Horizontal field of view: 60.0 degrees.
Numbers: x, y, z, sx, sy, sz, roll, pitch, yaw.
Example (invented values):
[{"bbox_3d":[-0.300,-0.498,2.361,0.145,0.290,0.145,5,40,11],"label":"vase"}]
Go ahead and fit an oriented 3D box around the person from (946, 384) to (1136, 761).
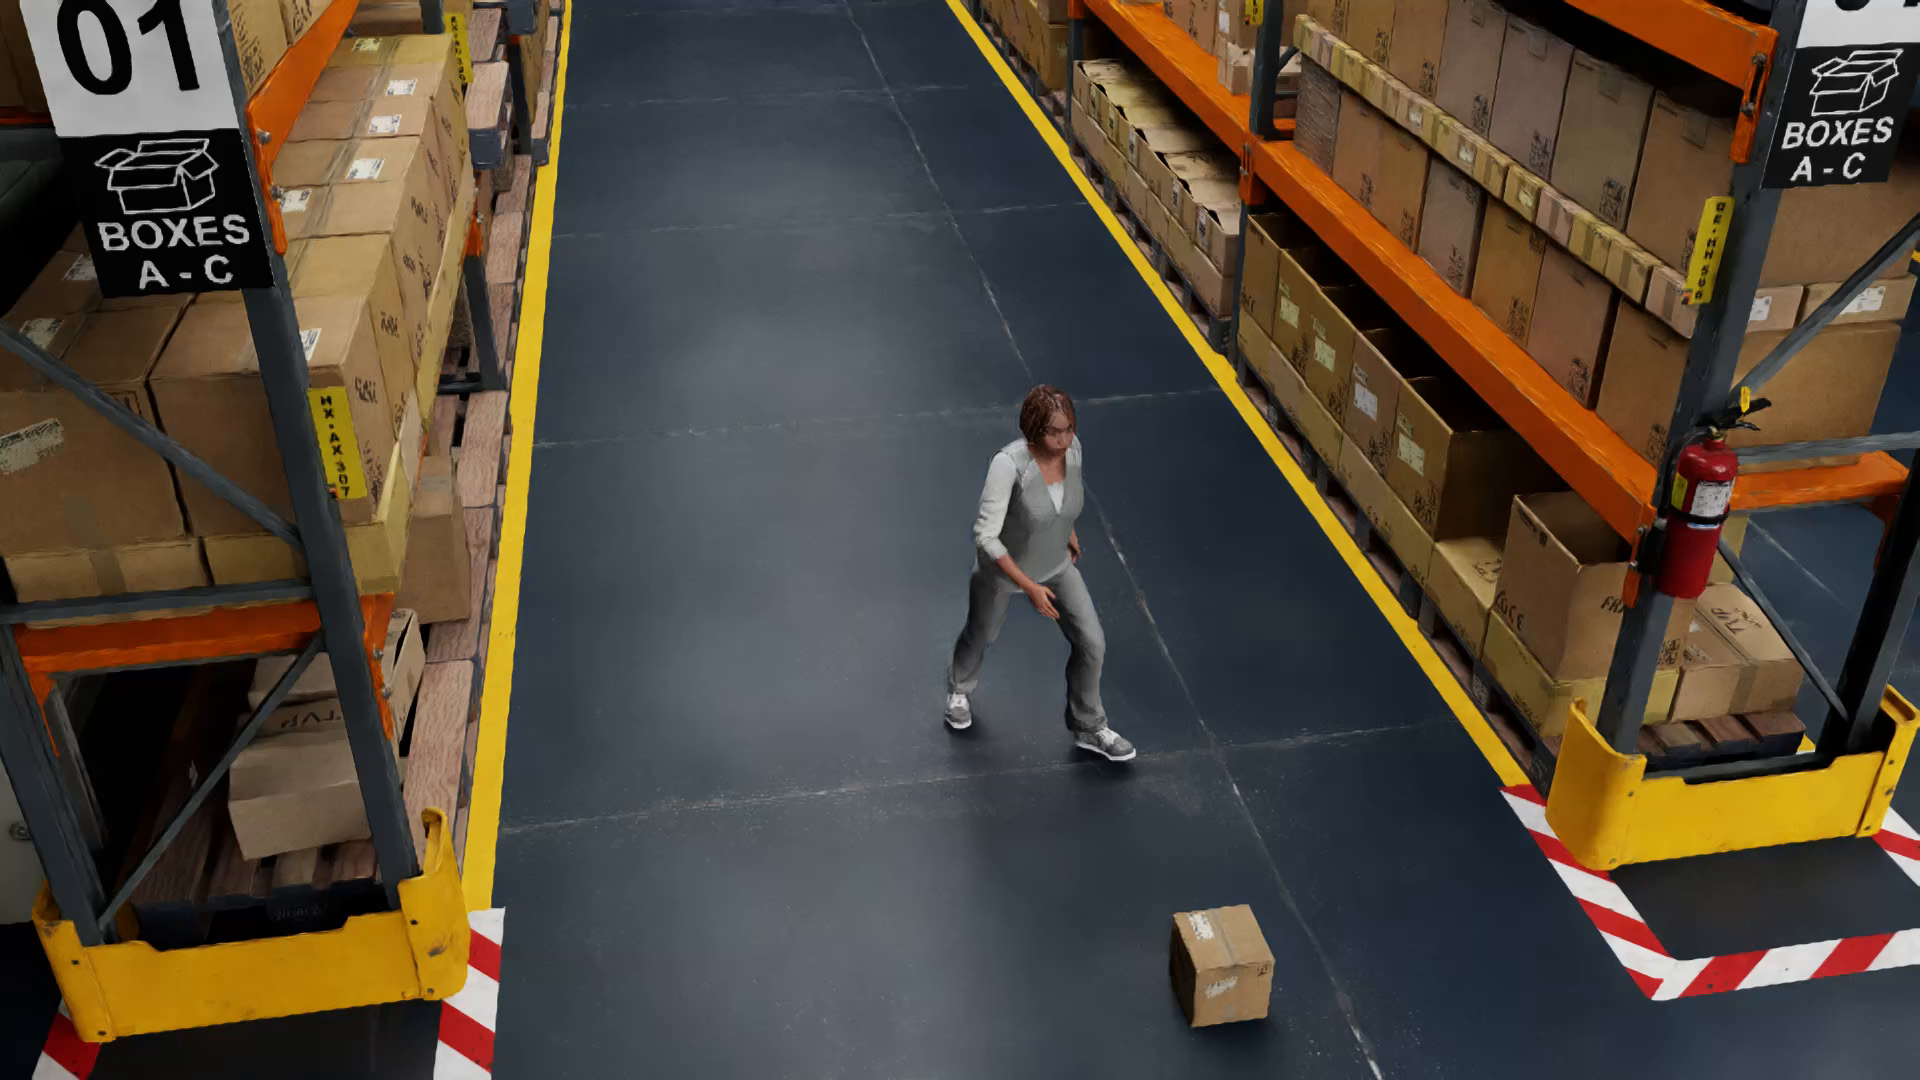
[{"bbox_3d":[0.255,0.100,6.015,0.566,1.526,0.751,-15,34,-23],"label":"person"}]
